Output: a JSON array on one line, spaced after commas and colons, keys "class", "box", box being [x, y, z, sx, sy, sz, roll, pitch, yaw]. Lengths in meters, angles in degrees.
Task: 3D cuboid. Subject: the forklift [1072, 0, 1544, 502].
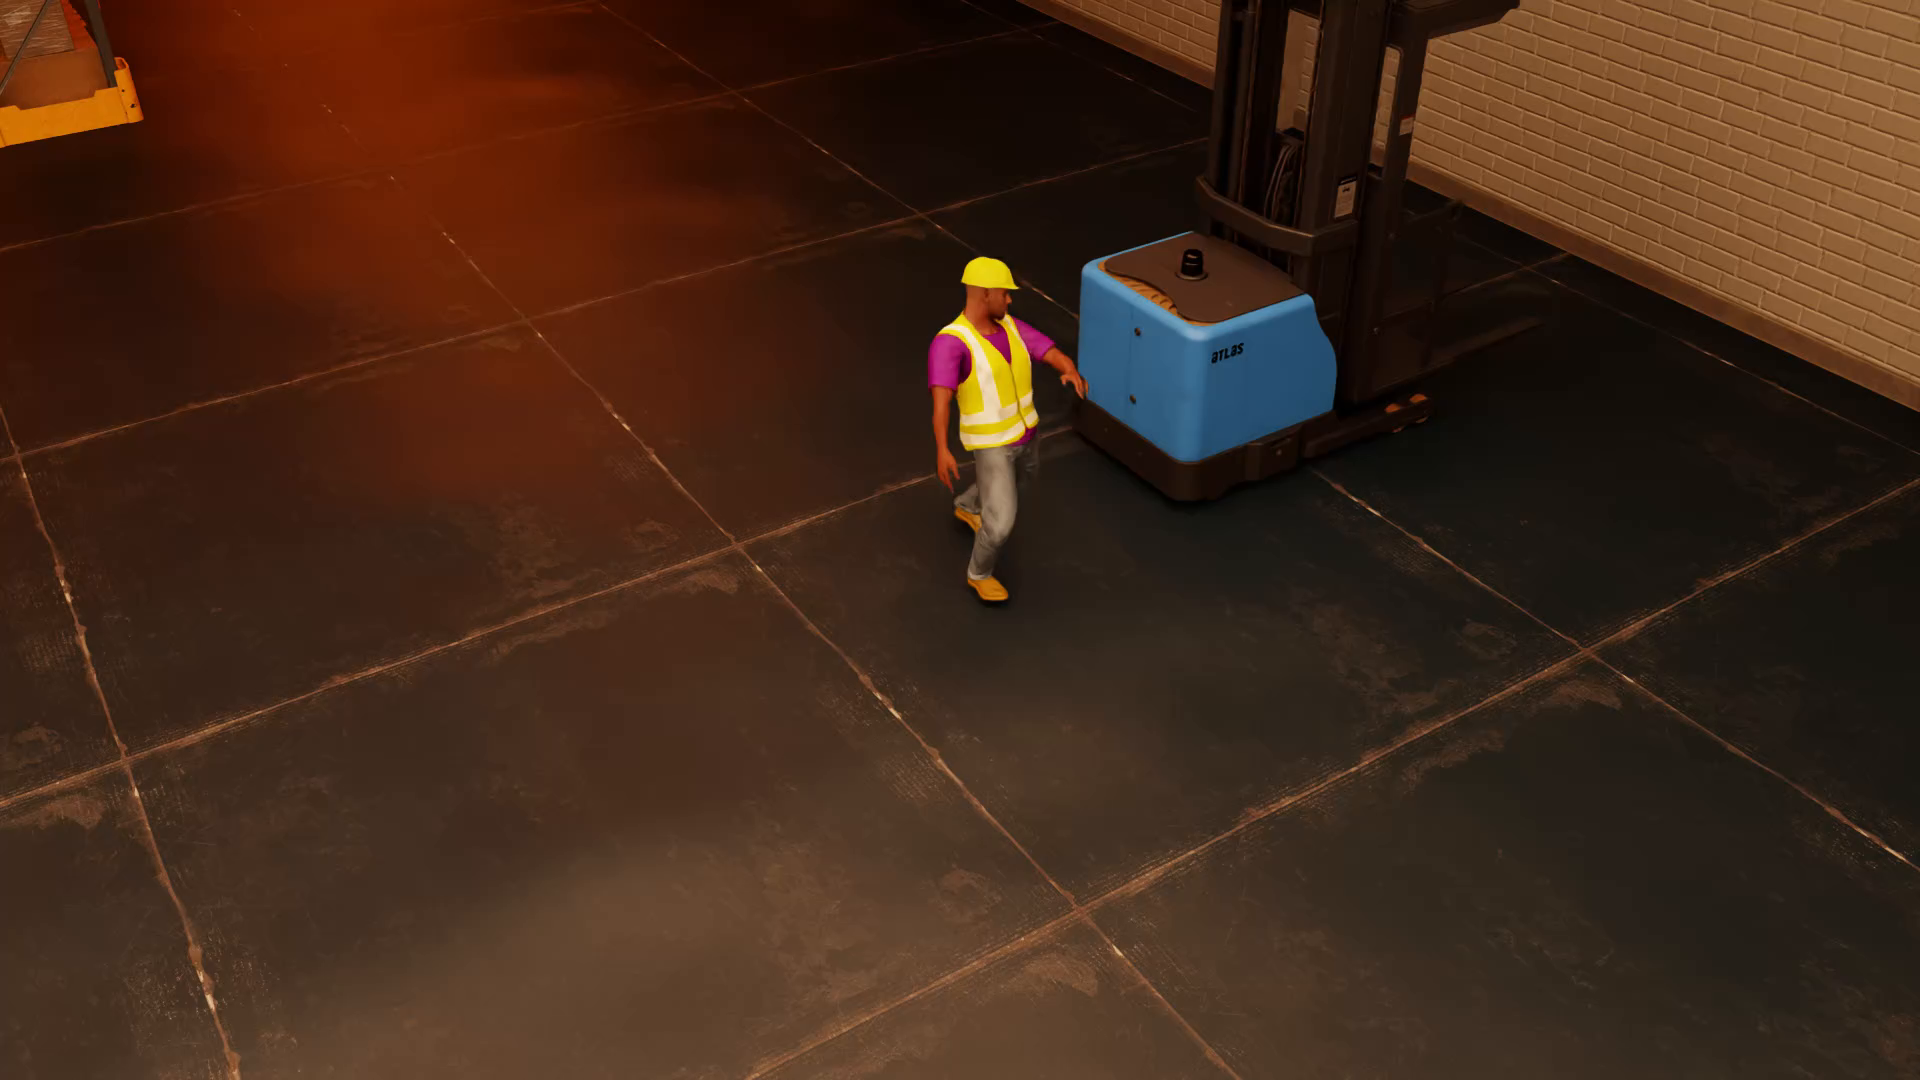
[{"class": "forklift", "box": [2.152, -2.050, 9.065, 3.031, 2.935, 1.130, -21, 40, -27]}]

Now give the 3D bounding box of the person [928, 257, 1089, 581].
[{"class": "person", "box": [0.172, -0.489, 7.923, 0.871, 1.544, 0.863, 19, 39, 25]}]
